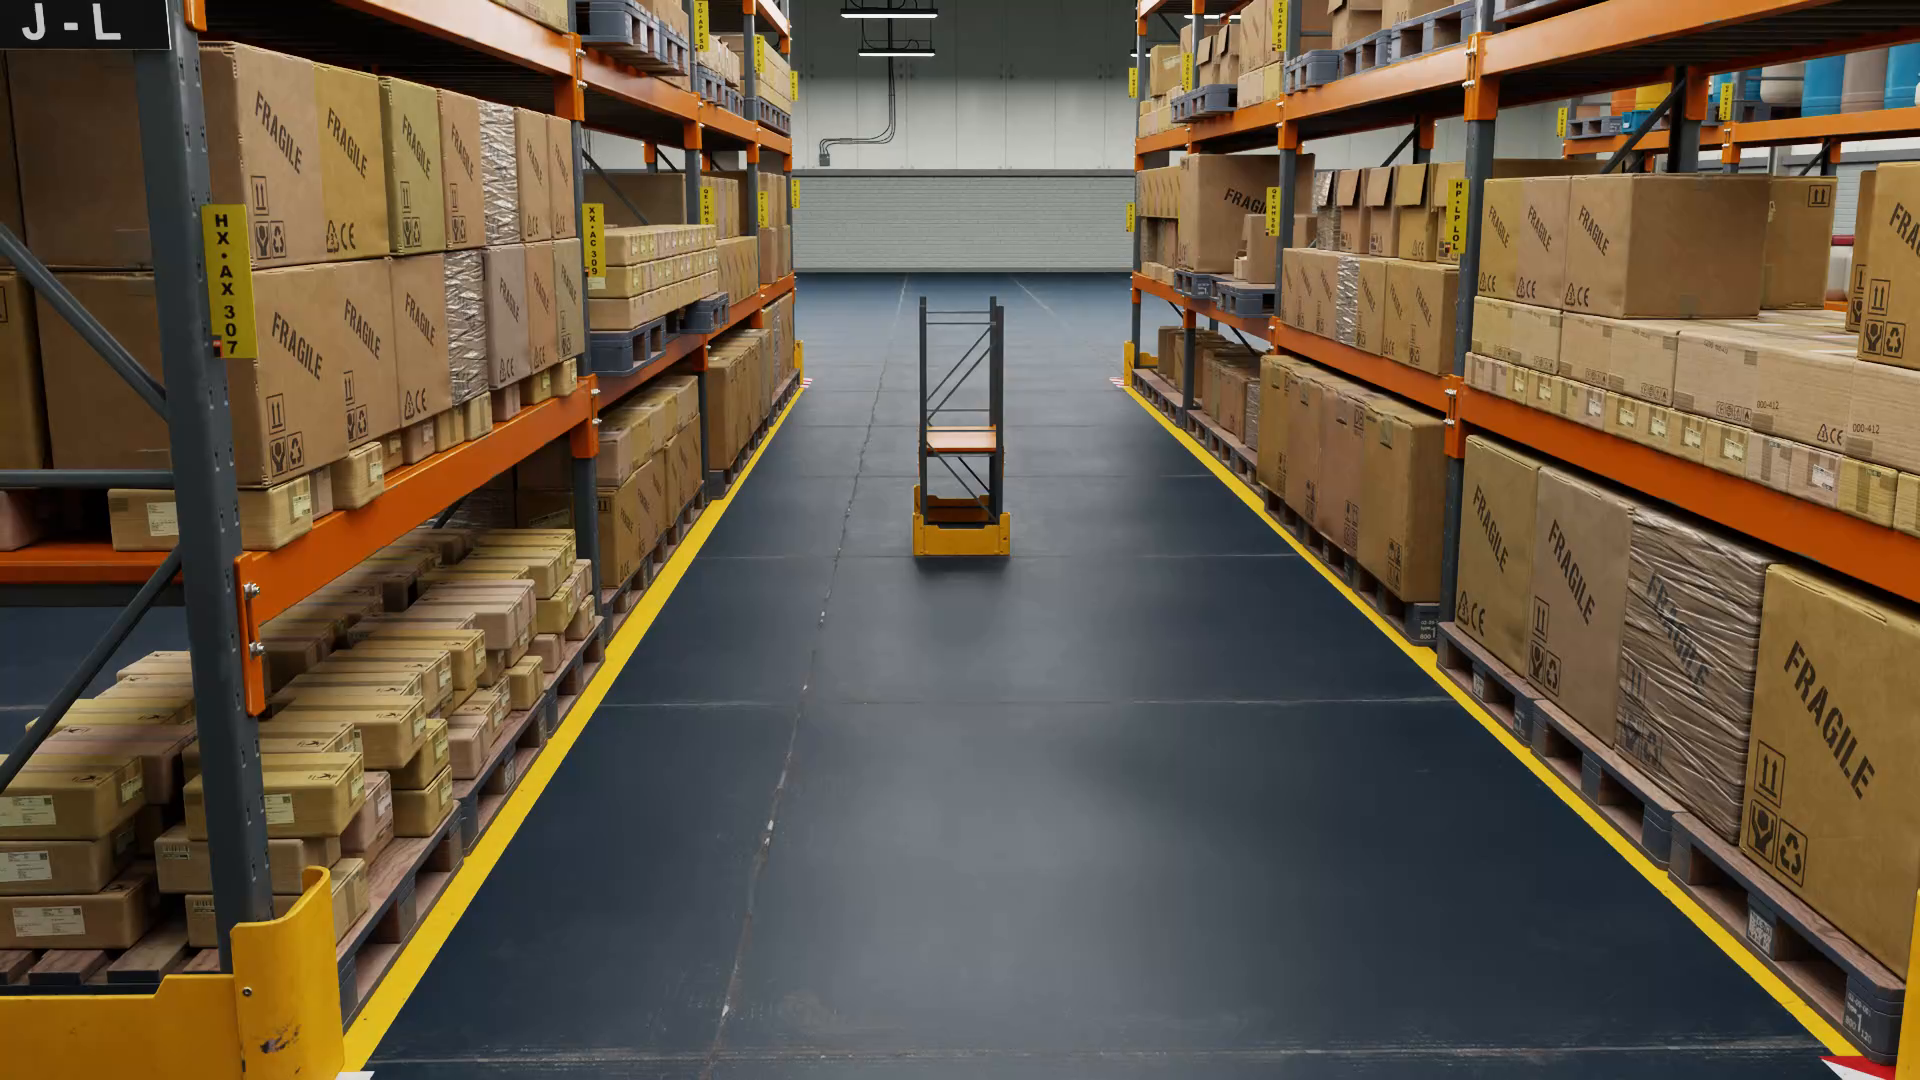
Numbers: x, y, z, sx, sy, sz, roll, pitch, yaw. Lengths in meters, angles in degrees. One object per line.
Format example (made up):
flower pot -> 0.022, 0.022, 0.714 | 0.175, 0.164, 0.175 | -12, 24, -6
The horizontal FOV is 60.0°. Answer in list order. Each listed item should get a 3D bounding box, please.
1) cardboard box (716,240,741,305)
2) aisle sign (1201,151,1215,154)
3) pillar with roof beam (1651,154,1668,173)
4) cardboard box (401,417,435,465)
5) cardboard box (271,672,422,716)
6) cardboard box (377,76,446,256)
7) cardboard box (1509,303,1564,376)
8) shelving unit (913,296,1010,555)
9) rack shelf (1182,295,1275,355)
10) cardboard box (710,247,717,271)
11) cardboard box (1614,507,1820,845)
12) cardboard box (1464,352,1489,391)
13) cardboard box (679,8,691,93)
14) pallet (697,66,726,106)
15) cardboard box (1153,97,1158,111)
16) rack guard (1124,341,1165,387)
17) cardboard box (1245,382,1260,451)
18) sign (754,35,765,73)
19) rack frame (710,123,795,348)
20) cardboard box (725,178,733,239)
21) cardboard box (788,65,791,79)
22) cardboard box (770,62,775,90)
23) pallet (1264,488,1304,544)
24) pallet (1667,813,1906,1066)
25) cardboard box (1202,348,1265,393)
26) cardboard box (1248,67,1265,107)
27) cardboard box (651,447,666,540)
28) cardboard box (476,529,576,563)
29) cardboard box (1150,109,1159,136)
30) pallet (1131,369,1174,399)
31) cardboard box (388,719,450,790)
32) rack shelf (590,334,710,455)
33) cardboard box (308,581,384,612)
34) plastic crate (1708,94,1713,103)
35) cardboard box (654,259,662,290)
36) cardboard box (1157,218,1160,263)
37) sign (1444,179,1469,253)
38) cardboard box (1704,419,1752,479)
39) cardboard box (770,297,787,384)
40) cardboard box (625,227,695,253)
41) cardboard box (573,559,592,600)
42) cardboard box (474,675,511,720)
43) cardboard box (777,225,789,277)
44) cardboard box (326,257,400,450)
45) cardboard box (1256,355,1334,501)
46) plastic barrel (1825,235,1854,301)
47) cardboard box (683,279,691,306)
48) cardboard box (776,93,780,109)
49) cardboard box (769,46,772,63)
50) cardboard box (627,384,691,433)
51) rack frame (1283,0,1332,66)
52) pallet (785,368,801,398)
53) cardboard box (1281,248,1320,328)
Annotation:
cardboard box -> -2.048, -2.157, 13.396 | 0.500, 0.500, 0.500 | 0, 11, -2
aisle sign -> 2.817, -4.596, 19.128 | 0.394, 0.787, 0.004 | 0, 11, -1
pillar with roof beam -> 13.454, -10.927, 41.785 | 9.100, 9.000, 0.548 | 0, 11, -1
cardboard box -> -1.890, -0.328, 5.263 | 0.380, 0.149, 0.250 | 0, 11, -2
cardboard box -> -1.874, 0.513, 5.103 | 0.380, 0.149, 0.250 | -1, 11, -4
cardboard box -> -1.861, -1.106, 4.952 | 0.500, 0.500, 0.500 | 0, 11, -2
cardboard box -> 2.519, -0.801, 6.594 | 0.500, 0.250, 0.500 | 0, 11, -1
shelving unit -> -0.002, -0.750, 10.485 | 0.587, 1.500, 1.083 | 0, 11, -1
rack shelf -> 2.642, -1.763, 13.513 | 1.077, 0.370, 4.000 | 0, 11, -1
cardboard box -> -1.812, -1.850, 10.959 | 0.380, 0.149, 0.250 | 0, 11, 0
cardboard box -> 2.737, 0.400, 5.329 | 0.875, 0.875, 0.875 | 0, 11, -1
cardboard box -> 2.440, -0.739, 7.291 | 0.380, 0.149, 0.250 | 0, 11, -1
cardboard box -> -2.012, -3.124, 10.617 | 0.500, 0.500, 0.500 | 0, 11, -1
pallet -> -2.344, -3.223, 11.830 | 1.213, 0.211, 1.003 | 0, 11, 1
cardboard box -> 2.265, -4.640, 17.715 | 0.380, 0.149, 0.250 | 0, 11, -1
rack guard -> 2.520, -2.068, 19.494 | 1.175, 0.500, 0.348 | 0, 11, -1
cardboard box -> 2.626, -0.952, 12.886 | 0.700, 0.500, 0.500 | -1, 12, -6
sign -> -1.818, -4.394, 15.039 | 0.100, 0.325, 0.005 | 0, 11, -1
rack frame -> -2.443, -3.308, 19.319 | 1.000, 3.000, 0.127 | 0, 11, -1
cardboard box -> -2.331, -2.851, 14.300 | 0.700, 0.500, 0.500 | 0, 11, -2
cardboard box -> -2.096, -5.235, 18.591 | 0.380, 0.149, 0.250 | 0, 11, -1
cardboard box -> -2.113, -4.609, 16.508 | 0.500, 0.250, 0.500 | 0, 11, -2
pallet -> 2.625, -0.194, 10.985 | 1.003, 0.211, 1.213 | 0, 11, -1
pallet -> 2.754, 1.081, 4.702 | 1.003, 0.211, 1.213 | 0, 11, -1
cardboard box -> 2.633, -1.573, 16.000 | 0.500, 0.500, 0.500 | -1, 11, -3
cardboard box -> 2.405, -3.306, 12.145 | 0.500, 0.250, 0.500 | 0, 11, -1
cardboard box -> -1.982, -0.260, 9.528 | 0.500, 0.500, 0.500 | 0, 11, 0
cardboard box -> -1.927, 0.047, 7.400 | 0.380, 0.149, 0.250 | 0, 11, 0
cardboard box -> 2.293, -4.407, 17.569 | 0.500, 0.250, 0.500 | 0, 11, -1
pallet -> 2.501, -1.765, 18.726 | 1.003, 0.211, 1.213 | 0, 11, -1
cardboard box -> -1.806, 0.659, 5.133 | 0.380, 0.149, 0.250 | 0, 11, 1
rack shelf -> -2.236, -0.967, 9.592 | 1.077, 0.370, 4.000 | 0, 11, -1
cardboard box -> -2.442, 0.255, 6.377 | 0.380, 0.149, 0.250 | 0, 11, 0
plastic crate -> 7.811, -4.413, 17.261 | 0.392, 0.384, 0.575 | 0, 11, -1
cardboard box -> -1.762, -1.385, 8.671 | 0.380, 0.149, 0.250 | -1, 11, -4
cardboard box -> 2.632, -3.294, 18.254 | 0.875, 0.500, 0.500 | 0, 11, -1
sign -> 2.224, -1.447, 7.434 | 0.100, 0.325, 0.005 | 0, 11, -1
cardboard box -> 2.490, -0.277, 5.011 | 0.380, 0.149, 0.250 | 0, 11, -2
cardboard box -> -2.342, -2.163, 17.963 | 0.875, 0.875, 0.875 | 0, 11, -2
cardboard box -> -1.792, -1.793, 9.932 | 0.380, 0.149, 0.250 | 0, 11, -1
cardboard box -> -1.870, 0.185, 7.471 | 0.380, 0.149, 0.250 | 0, 11, 0
cardboard box -> -1.886, 0.604, 6.154 | 0.380, 0.149, 0.250 | 0, 11, 0
cardboard box -> -2.357, -3.198, 18.403 | 0.875, 0.550, 0.550 | 0, 11, -1
cardboard box -> -1.882, -0.519, 4.571 | 0.500, 0.500, 0.500 | 0, 11, -1
cardboard box -> 2.677, -0.745, 10.974 | 1.225, 0.875, 0.875 | -1, 11, -4
plastic barrel -> 7.369, -2.263, 13.827 | 0.433, 0.535, 0.433 | 0, 11, 0
cardboard box -> -1.786, -1.449, 9.732 | 0.380, 0.149, 0.250 | 0, 11, 1
cardboard box -> -2.066, -4.542, 17.180 | 0.380, 0.149, 0.250 | 0, 11, 0
cardboard box -> -2.051, -4.781, 16.358 | 0.380, 0.149, 0.250 | 0, 11, -1
cardboard box -> -1.980, -0.830, 10.453 | 0.500, 0.250, 0.500 | 0, 11, 0
rack frame -> 2.684, -4.658, 10.885 | 1.000, 3.000, 0.127 | 0, 11, -1
pallet -> -2.348, -1.782, 18.814 | 1.003, 0.211, 1.213 | 0, 11, -1
cardboard box -> 2.422, -1.669, 10.990 | 0.500, 0.500, 0.500 | 0, 11, 1
